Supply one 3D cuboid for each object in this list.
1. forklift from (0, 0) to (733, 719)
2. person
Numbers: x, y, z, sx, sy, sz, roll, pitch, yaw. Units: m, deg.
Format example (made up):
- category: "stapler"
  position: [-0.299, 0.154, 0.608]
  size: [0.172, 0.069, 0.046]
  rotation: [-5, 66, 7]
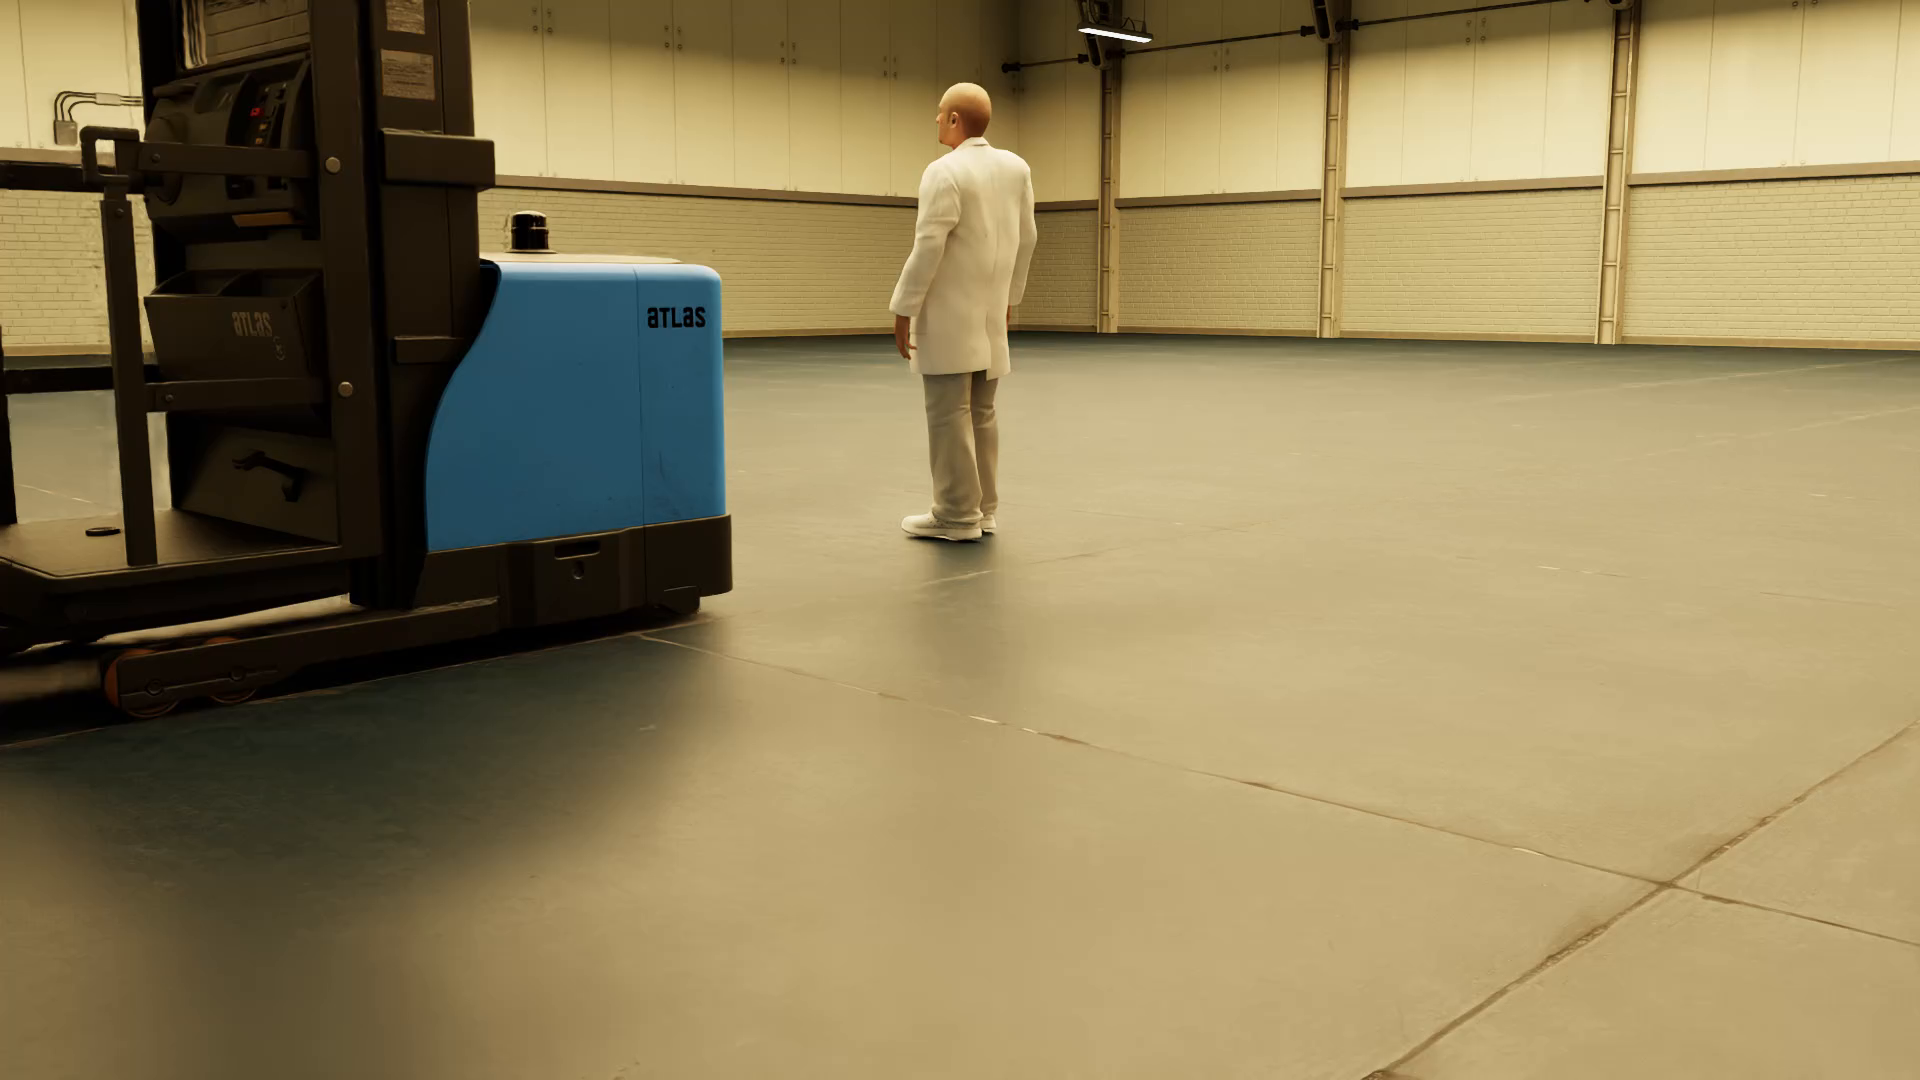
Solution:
- category: "forklift"
  position: [-2.094, -1.113, 4.267]
  size: [1.130, 2.935, 3.031]
  rotation: [8, 12, 43]
- category: "person"
  position: [-0.061, -0.896, 6.649]
  size: [0.581, 1.776, 0.694]
  rotation: [8, 12, 43]
